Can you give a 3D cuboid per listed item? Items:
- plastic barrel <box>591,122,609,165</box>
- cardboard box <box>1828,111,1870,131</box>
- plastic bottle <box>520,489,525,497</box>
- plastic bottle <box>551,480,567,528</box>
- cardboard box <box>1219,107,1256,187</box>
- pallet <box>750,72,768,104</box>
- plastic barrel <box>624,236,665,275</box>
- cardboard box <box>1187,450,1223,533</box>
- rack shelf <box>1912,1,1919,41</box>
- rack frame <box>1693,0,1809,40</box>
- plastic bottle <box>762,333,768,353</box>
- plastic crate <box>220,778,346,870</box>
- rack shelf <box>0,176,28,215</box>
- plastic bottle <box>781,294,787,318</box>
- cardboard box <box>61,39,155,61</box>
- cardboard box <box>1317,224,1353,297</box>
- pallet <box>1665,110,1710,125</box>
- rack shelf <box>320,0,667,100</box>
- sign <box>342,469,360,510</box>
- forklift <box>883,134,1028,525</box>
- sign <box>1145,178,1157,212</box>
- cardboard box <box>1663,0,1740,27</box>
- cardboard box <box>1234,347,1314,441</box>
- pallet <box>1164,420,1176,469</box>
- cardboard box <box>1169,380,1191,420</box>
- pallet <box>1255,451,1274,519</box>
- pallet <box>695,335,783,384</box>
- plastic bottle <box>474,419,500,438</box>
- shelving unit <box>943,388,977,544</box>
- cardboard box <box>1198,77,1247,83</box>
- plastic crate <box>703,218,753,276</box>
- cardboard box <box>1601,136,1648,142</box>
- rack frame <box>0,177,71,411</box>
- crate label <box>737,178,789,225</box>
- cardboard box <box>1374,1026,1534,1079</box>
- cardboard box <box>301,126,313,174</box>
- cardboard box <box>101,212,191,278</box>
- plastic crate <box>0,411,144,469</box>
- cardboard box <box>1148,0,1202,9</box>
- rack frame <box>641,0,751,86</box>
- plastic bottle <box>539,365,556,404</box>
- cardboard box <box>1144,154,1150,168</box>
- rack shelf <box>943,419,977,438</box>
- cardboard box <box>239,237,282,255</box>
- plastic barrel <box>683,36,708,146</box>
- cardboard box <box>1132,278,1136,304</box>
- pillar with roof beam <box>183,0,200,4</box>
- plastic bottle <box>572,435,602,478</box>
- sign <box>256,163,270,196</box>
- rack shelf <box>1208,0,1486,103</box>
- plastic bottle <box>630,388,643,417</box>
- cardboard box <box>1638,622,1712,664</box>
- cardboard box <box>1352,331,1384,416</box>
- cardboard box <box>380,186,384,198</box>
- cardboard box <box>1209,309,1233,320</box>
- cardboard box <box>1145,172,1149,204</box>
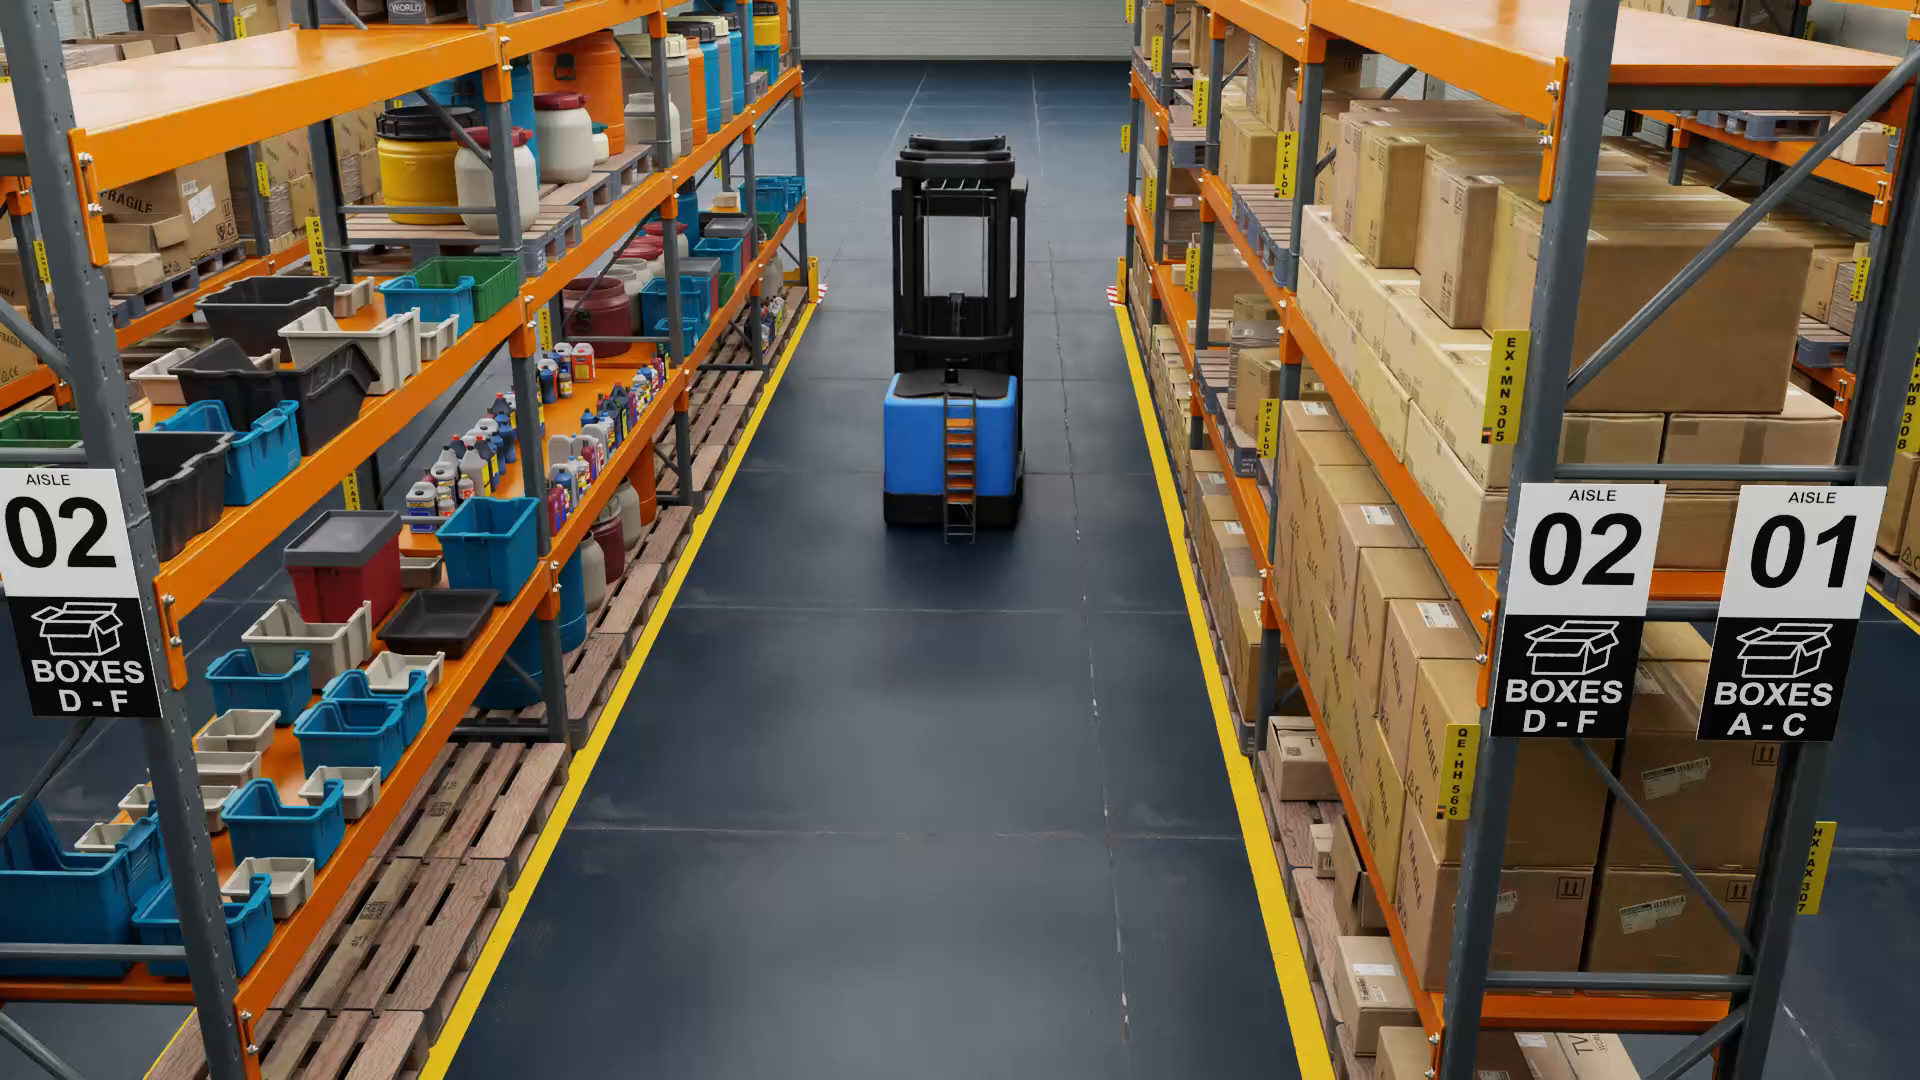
[{"bbox_3d":[-2.533,-2.685,11.267,0.301,0.262,0.301,0,21,0],"label":"plastic barrel"},{"bbox_3d":[7.388,-3.359,13.223,0.797,0.503,0.637,4,21,9],"label":"cardboard box"},{"bbox_3d":[-2.432,-0.214,9.501,0.144,0.351,0.185,1,21,2],"label":"plastic bottle"},{"bbox_3d":[-2.326,-0.220,9.611,0.061,0.283,0.133,1,21,2],"label":"plastic bottle"},{"bbox_3d":[2.325,-2.776,11.751,0.910,0.500,0.500,1,21,2],"label":"cardboard box"},{"bbox_3d":[-2.600,-4.563,16.757,1.213,0.211,1.003,1,21,2],"label":"pallet"},{"bbox_3d":[-2.795,-2.446,14.997,0.433,0.535,0.433,0,21,0],"label":"plastic barrel"},{"bbox_3d":[2.005,-0.367,12.676,0.500,0.500,0.500,2,21,4],"label":"cardboard box"},{"bbox_3d":[7.195,-2.988,9.836,1.077,0.370,4.000,1,21,2],"label":"rack shelf"},{"bbox_3d":[7.378,-5.679,15.225,1.000,3.000,0.127,1,21,2],"label":"rack frame"},{"bbox_3d":[-2.071,-2.075,17.491,0.097,0.201,0.097,0,21,0],"label":"plastic bottle"},{"bbox_3d":[-2.533,1.074,6.262,0.416,0.233,0.300,1,21,2],"label":"plastic crate"},{"bbox_3d":[-7.658,-1.939,10.728,1.077,0.370,4.000,1,21,2],"label":"rack shelf"},{"bbox_3d":[-2.006,-2.665,18.897,0.061,0.283,0.133,1,21,3],"label":"plastic bottle"},{"bbox_3d":[-7.616,-4.178,14.781,0.797,0.503,0.637,1,21,4],"label":"cardboard box"},{"bbox_3d":[1.906,-1.250,7.474,0.500,0.250,0.500,1,21,2],"label":"cardboard box"},{"bbox_3d":[7.252,-3.971,15.229,1.213,0.211,1.003,1,21,2],"label":"pallet"},{"bbox_3d":[-2.707,-3.097,10.117,1.077,0.370,4.000,1,21,2],"label":"rack shelf"},{"bbox_3d":[-3.318,-0.234,9.103,0.100,0.325,0.005,1,21,2],"label":"sign"},{"bbox_3d":[0.006,-1.976,14.069,1.130,2.935,3.031,1,21,4],"label":"forklift"},{"bbox_3d":[1.871,-3.381,16.290,0.100,0.325,0.005,1,21,2],"label":"sign"},{"bbox_3d":[7.122,-4.987,16.039,0.500,0.500,0.500,-1,21,-3],"label":"cardboard box"},{"bbox_3d":[2.175,-0.924,10.546,0.700,0.500,0.500,-5,22,-12],"label":"cardboard box"},{"bbox_3d":[2.408,-0.926,15.124,1.003,0.211,1.213,1,21,2],"label":"pallet"},{"bbox_3d":[2.102,-1.227,14.489,0.500,0.311,0.500,0,21,1],"label":"cardboard box"},{"bbox_3d":[2.316,-0.241,9.768,1.003,0.211,1.213,1,21,2],"label":"pallet"},{"bbox_3d":[-2.463,-1.933,17.720,1.003,0.211,1.213,1,21,2],"label":"pallet"},{"bbox_3d":[-3.042,-0.634,10.687,0.152,0.276,0.135,1,21,2],"label":"plastic bottle"},{"bbox_3d":[0.000,-0.565,12.825,0.258,1.200,0.189,1,21,2],"label":"shelving unit"},{"bbox_3d":[2.307,-3.769,14.075,0.500,0.250,0.500,-1,21,-3],"label":"cardboard box"},{"bbox_3d":[-2.234,-2.842,16.119,0.402,0.464,0.583,1,21,2],"label":"plastic crate"},{"bbox_3d":[7.698,-4.444,19.480,0.500,0.500,0.500,0,21,1],"label":"cardboard box"},{"bbox_3d":[-7.597,-1.599,13.004,1.000,3.000,0.127,1,21,2],"label":"rack frame"},{"bbox_3d":[-2.189,-3.785,18.589,0.502,0.435,0.616,1,21,2],"label":"crate label"},{"bbox_3d":[1.832,2.165,6.151,0.500,0.500,0.500,1,21,2],"label":"cardboard box"},{"bbox_3d":[-7.178,-4.218,17.822,0.500,0.500,0.500,1,21,2],"label":"cardboard box"},{"bbox_3d":[-7.436,-2.662,15.019,0.797,0.503,0.637,3,21,7],"label":"cardboard box"},{"bbox_3d":[-3.145,-0.312,5.831,0.450,0.188,0.336,1,21,2],"label":"plastic crate"},{"bbox_3d":[2.526,-5.881,18.976,0.797,0.503,0.637,2,21,5],"label":"cardboard box"},{"bbox_3d":[-2.525,-5.788,15.506,1.000,3.000,0.127,1,21,2],"label":"rack frame"},{"bbox_3d":[-2.967,-1.122,11.952,0.097,0.271,0.097,0,21,0],"label":"plastic bottle"},{"bbox_3d":[2.297,-4.314,18.966,0.380,0.149,0.250,0,21,1],"label":"cardboard box"},{"bbox_3d":[0.000,-0.859,12.711,0.258,0.103,0.180,1,21,2],"label":"rack shelf"},{"bbox_3d":[-7.168,-3.003,16.968,0.380,0.149,0.250,1,21,2],"label":"cardboard box"},{"bbox_3d":[-2.385,-3.674,13.612,0.600,0.830,0.708,1,21,2],"label":"plastic barrel"},{"bbox_3d":[2.298,-2.923,19.636,0.500,0.250,0.500,1,21,2],"label":"cardboard box"},{"bbox_3d":[-17.927,-18.009,47.002,9.100,9.000,0.400,1,21,2],"label":"pillar with roof beam"},{"bbox_3d":[-2.345,-0.539,10.442,0.152,0.276,0.135,1,21,2],"label":"plastic bottle"},{"bbox_3d":[-6.921,-3.580,16.509,0.100,0.325,0.005,1,21,2],"label":"sign"},{"bbox_3d":[2.244,-3.041,9.973,1.077,0.370,4.000,1,21,2],"label":"rack shelf"},{"bbox_3d":[-2.279,-0.965,11.644,0.097,0.201,0.097,0,21,0],"label":"plastic bottle"},{"bbox_3d":[2.347,0.544,5.959,0.500,0.500,0.500,1,21,2],"label":"cardboard box"},{"bbox_3d":[1.873,-0.656,6.633,0.500,0.250,0.500,1,21,2],"label":"cardboard box"},{"bbox_3d":[-7.164,-4.179,20.000,0.380,0.149,0.250,1,21,2],"label":"cardboard box"},{"bbox_3d":[2.287,-1.833,13.955,0.380,0.149,0.250,2,21,6],"label":"cardboard box"},{"bbox_3d":[2.510,-4.069,19.232,0.700,0.500,0.500,1,21,3],"label":"cardboard box"}]
